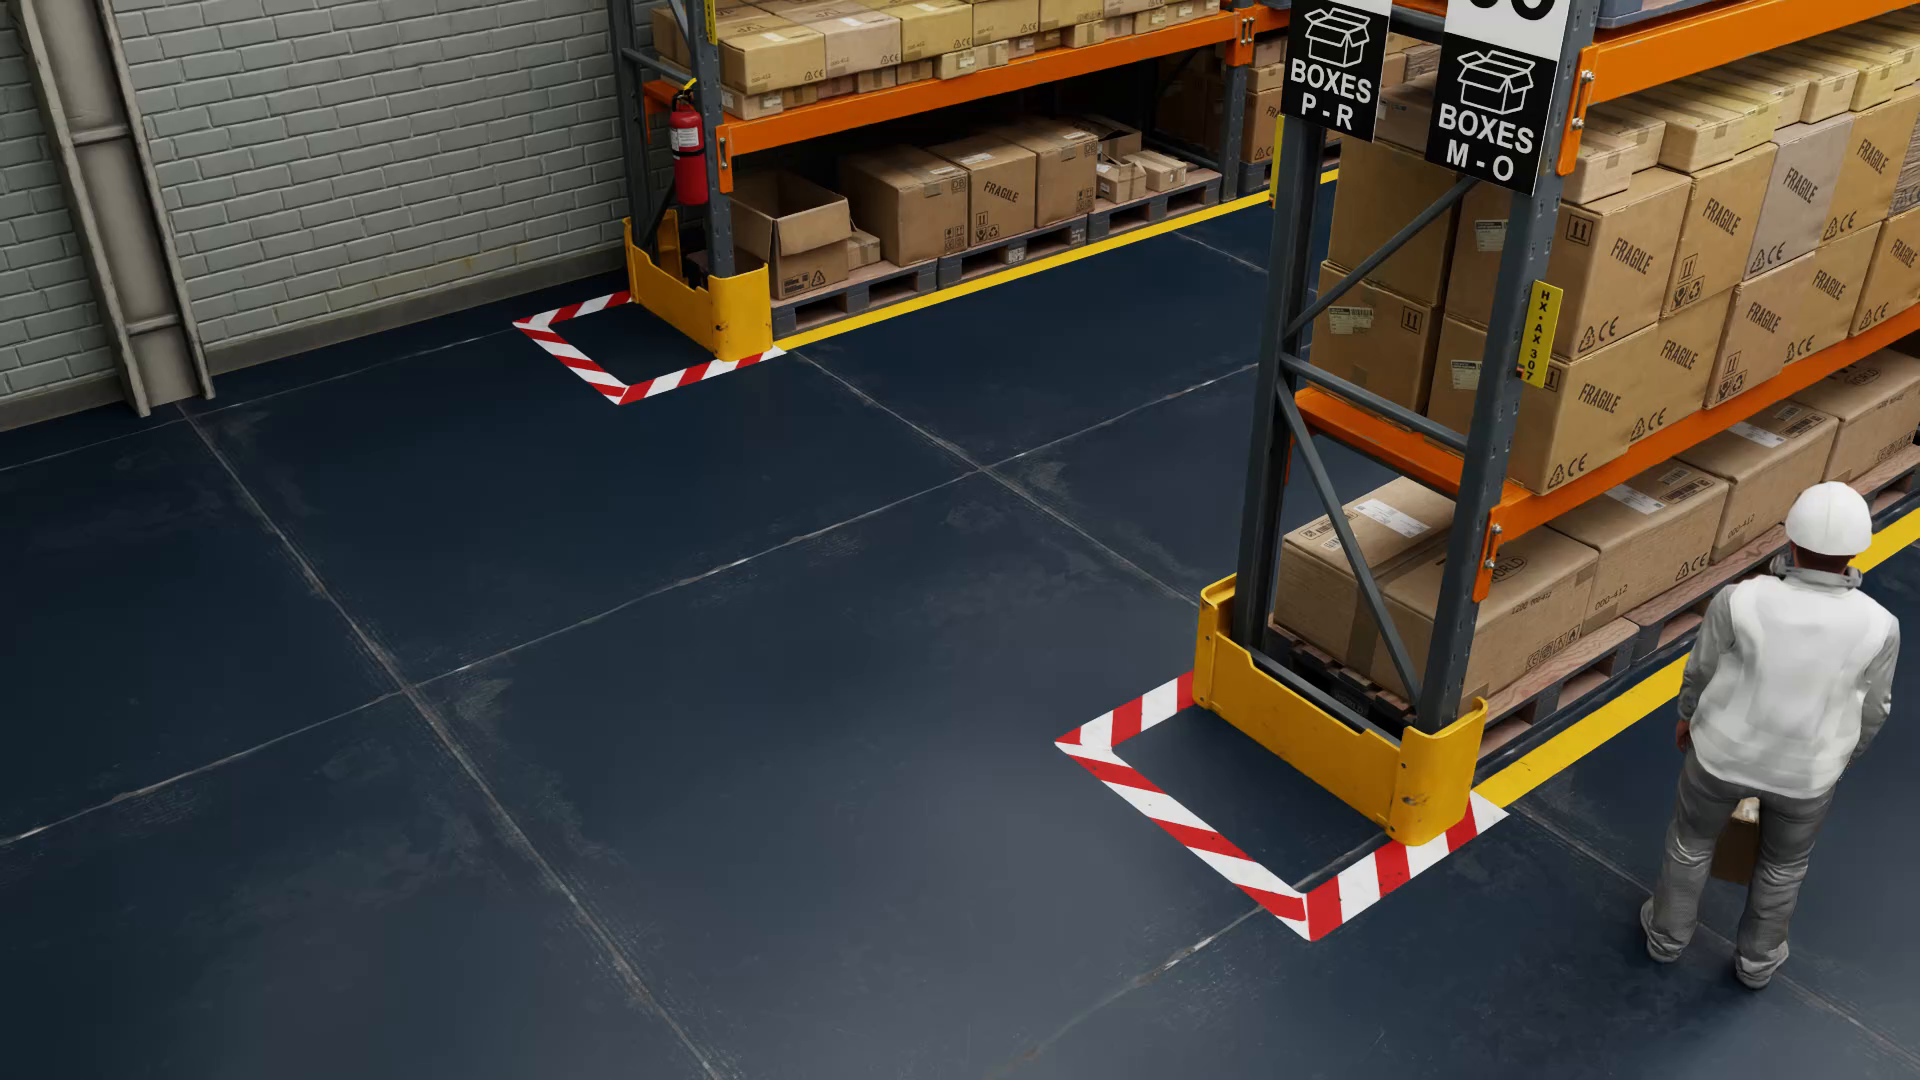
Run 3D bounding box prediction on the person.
[{"bbox_3d":[2.466,0.633,5.094,0.565,1.774,0.443,13,34,20],"label":"person"}]
